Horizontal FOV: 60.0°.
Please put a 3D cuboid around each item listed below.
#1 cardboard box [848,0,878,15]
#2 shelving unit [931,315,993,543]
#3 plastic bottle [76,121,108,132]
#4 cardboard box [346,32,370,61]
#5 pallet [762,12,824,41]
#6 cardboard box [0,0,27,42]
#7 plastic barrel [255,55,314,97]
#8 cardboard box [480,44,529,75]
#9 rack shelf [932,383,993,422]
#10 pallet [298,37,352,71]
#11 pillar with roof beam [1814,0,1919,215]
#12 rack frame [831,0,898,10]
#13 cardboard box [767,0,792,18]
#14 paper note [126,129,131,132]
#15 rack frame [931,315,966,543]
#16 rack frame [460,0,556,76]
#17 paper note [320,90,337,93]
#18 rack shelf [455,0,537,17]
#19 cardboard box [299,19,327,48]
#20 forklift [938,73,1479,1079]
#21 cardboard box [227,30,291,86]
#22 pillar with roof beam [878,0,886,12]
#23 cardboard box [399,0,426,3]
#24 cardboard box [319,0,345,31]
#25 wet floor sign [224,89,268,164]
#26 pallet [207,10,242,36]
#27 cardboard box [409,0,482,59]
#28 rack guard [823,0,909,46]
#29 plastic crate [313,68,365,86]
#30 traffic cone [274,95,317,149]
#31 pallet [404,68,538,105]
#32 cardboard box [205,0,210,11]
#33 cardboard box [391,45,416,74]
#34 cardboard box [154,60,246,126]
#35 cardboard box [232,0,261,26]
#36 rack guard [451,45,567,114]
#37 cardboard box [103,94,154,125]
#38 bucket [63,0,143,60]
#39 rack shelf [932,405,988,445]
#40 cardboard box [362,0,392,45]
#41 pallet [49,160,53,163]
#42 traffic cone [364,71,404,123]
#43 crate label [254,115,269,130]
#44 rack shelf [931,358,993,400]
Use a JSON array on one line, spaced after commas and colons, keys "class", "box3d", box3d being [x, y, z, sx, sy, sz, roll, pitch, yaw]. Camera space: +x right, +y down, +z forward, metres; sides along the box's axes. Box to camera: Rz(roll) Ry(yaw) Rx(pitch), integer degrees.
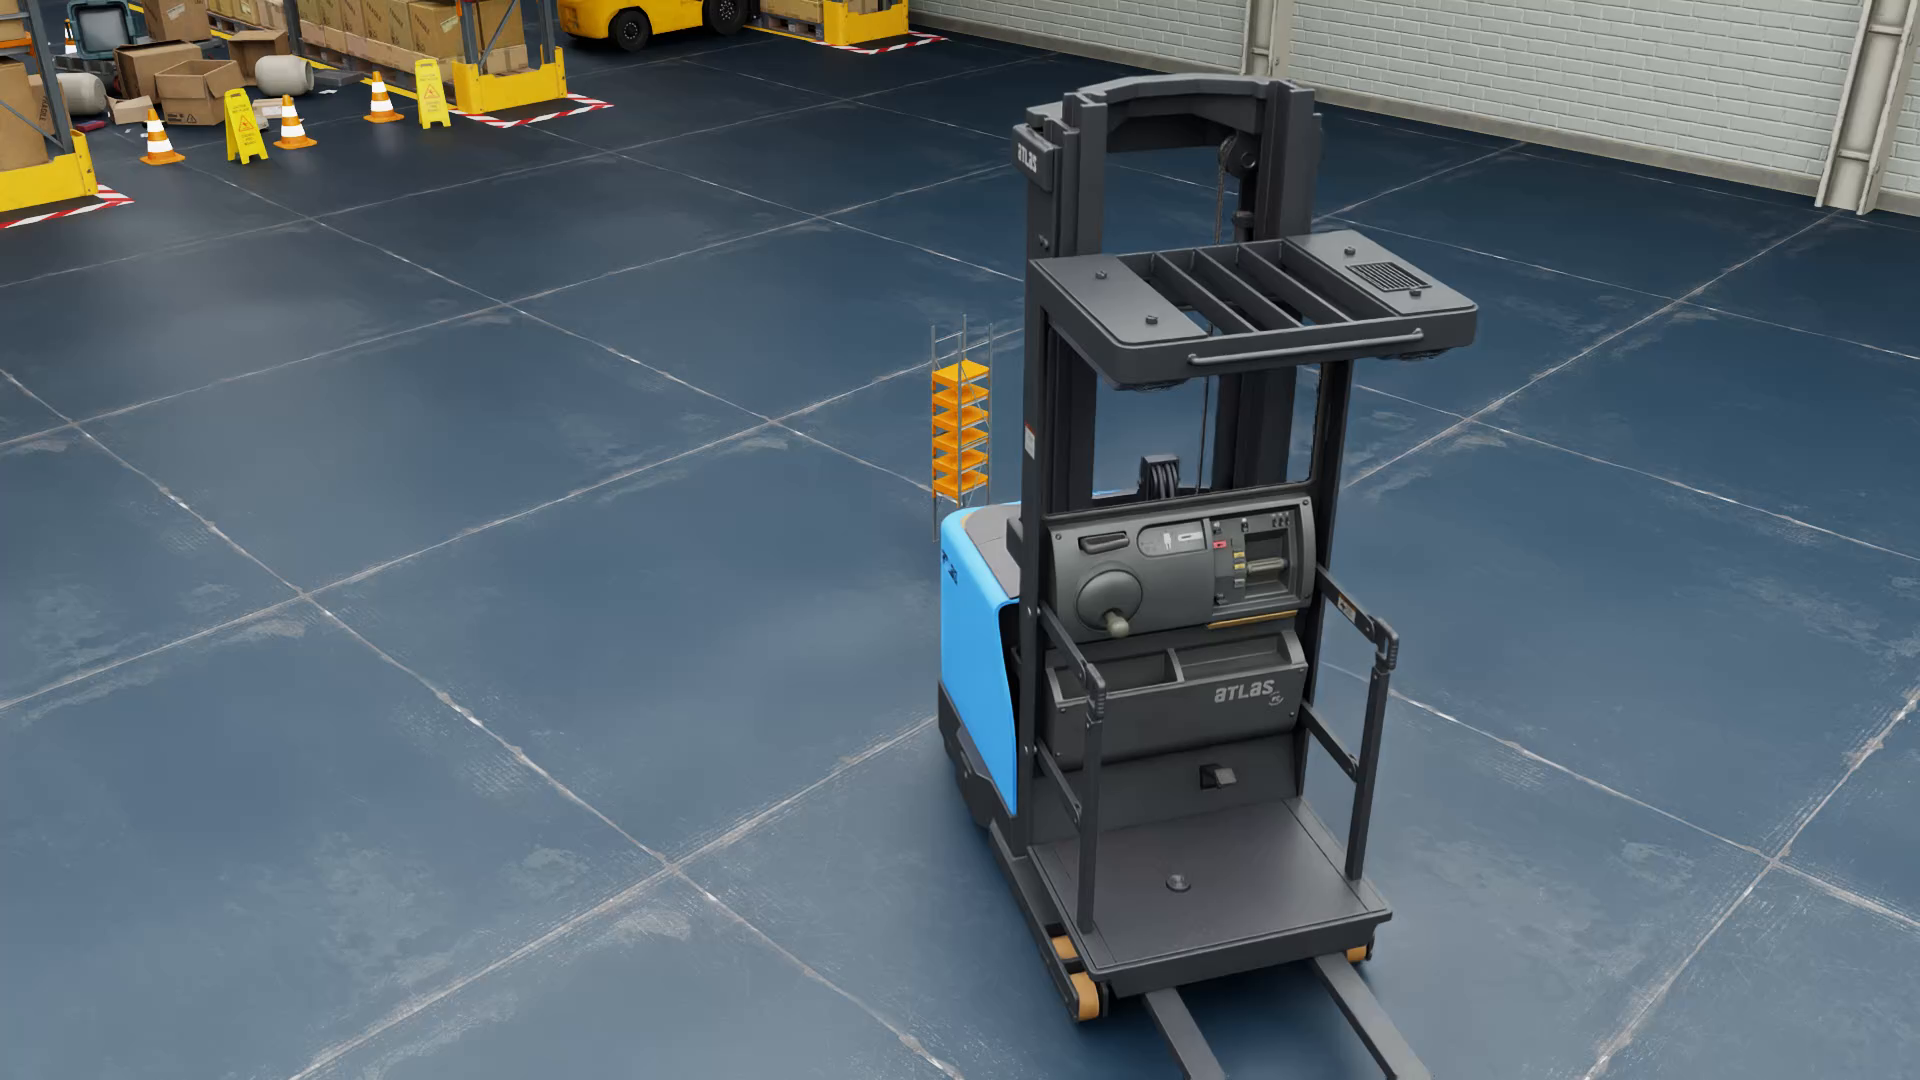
[{"class": "cardboard box", "box3d": [-1.380, -6.746, 20.859, 0.500, 0.250, 0.500, 25, 37, 39]}, {"class": "shelving unit", "box3d": [0.010, -0.526, 8.462, 0.189, 1.200, 0.258, 25, 36, 38]}, {"class": "plastic bottle", "box3d": [-8.614, -4.117, 16.514, 0.133, 0.061, 0.283, 12, 30, 22]}, {"class": "cardboard box", "box3d": [-6.497, -5.553, 18.590, 0.500, 0.250, 0.500, 24, 36, 38]}, {"class": "pallet", "box3d": [-1.742, -6.553, 20.986, 1.213, 0.211, 1.003, 25, 36, 38]}, {"class": "cardboard box", "box3d": [-8.339, -4.400, 13.734, 0.550, 0.550, 0.875, 25, 36, 38]}, {"class": "plastic barrel", "box3d": [-7.179, -4.935, 17.680, 0.512, 0.421, 0.421, -3, 28, -5]}, {"class": "cardboard box", "box3d": [-5.026, -5.227, 17.971, 0.500, 0.250, 0.500, 24, 36, 38]}, {"class": "rack shelf", "box3d": [0.010, -0.699, 8.371, 0.180, 0.103, 0.258, 25, 36, 38]}, {"class": "pallet", "box3d": [-6.993, -5.767, 19.491, 1.213, 0.211, 1.003, 25, 36, 38]}, {"class": "pillar with roof beam", "box3d": [4.507, -5.389, 9.330, 0.400, 9.000, 9.100, 25, 36, 38]}, {"class": "rack frame", "box3d": [-1.167, -7.552, 19.889, 0.127, 3.000, 1.000, 25, 36, 38]}, {"class": "cardboard box", "box3d": [-2.072, -6.735, 20.838, 0.500, 0.250, 0.500, 25, 36, 38]}, {"class": "paper note", "box3d": [-8.220, -4.043, 16.428, 0.032, 0.001, 0.123, -7, 29, -14]}, {"class": "rack frame", "box3d": [-0.055, -0.556, 8.519, 0.006, 1.200, 0.240, 25, 36, 38]}, {"class": "rack frame", "box3d": [-4.645, -5.903, 16.754, 0.127, 3.000, 1.000, 25, 36, 38]}, {"class": "paper note", "box3d": [-6.802, -4.836, 17.914, 0.148, 0.019, 0.142, 12, 30, 22]}, {"class": "rack shelf", "box3d": [-6.071, -6.237, 18.162, 4.000, 0.370, 1.077, 25, 36, 38]}, {"class": "cardboard box", "box3d": [-7.265, -5.895, 19.242, 0.500, 0.250, 0.500, 23, 35, 36]}, {"class": "forklift", "box3d": [0.812, 0.130, 5.354, 1.130, 2.935, 3.031, -8, 29, -14]}, {"class": "cardboard box", "box3d": [-7.687, -5.302, 18.293, 0.500, 0.500, 0.500, -3, 28, -5]}, {"class": "pillar with roof beam", "box3d": [-4.050, -9.305, 16.777, 0.400, 9.000, 9.100, 25, 36, 38]}, {"class": "cardboard box", "box3d": [-5.708, -5.764, 17.489, 0.380, 0.149, 0.250, -24, 36, -38]}, {"class": "cardboard box", "box3d": [-6.875, -6.056, 18.742, 0.500, 0.500, 0.500, -24, 36, -37]}, {"class": "wet floor sign", "box3d": [-6.634, -3.833, 15.347, 0.232, 0.644, 0.267, 18, 33, 30]}, {"class": "pallet", "box3d": [-8.927, -6.626, 21.124, 1.213, 0.211, 1.003, 25, 36, 38]}, {"class": "cardboard box", "box3d": [-5.399, -5.379, 17.454, 0.500, 0.500, 0.500, 25, 37, 39]}, {"class": "rack guard", "box3d": [-1.150, -6.438, 20.456, 0.348, 0.500, 1.175, 25, 36, 38]}, {"class": "plastic crate", "box3d": [-6.952, -5.132, 18.424, 0.583, 0.080, 0.402, 12, 30, 22]}, {"class": "traffic cone", "box3d": [-6.391, -4.013, 15.885, 0.334, 0.463, 0.336, 25, 36, 38]}, {"class": "pallet", "box3d": [-5.253, -4.971, 17.976, 1.213, 0.211, 1.003, 25, 36, 38]}, {"class": "cardboard box", "box3d": [-9.421, -7.111, 21.422, 0.625, 0.372, 0.950, 24, 36, 37]}, {"class": "cardboard box", "box3d": [-5.773, -5.218, 17.954, 0.500, 0.250, 0.500, 25, 37, 39]}, {"class": "cardboard box", "box3d": [-7.672, -4.531, 16.827, 0.637, 0.503, 0.797, 2, 28, 4]}, {"class": "cardboard box", "box3d": [-8.388, -6.635, 20.518, 0.950, 0.372, 0.625, -23, 35, -36]}, {"class": "rack guard", "box3d": [-4.699, -4.822, 17.383, 0.348, 0.500, 1.175, 25, 36, 38]}, {"class": "cardboard box", "box3d": [-8.378, -4.373, 16.781, 0.396, 0.266, 0.258, -18, 33, -31]}, {"class": "bucket", "box3d": [-9.182, -5.477, 17.828, 0.726, 0.611, 0.620, -13, 20, -22]}, {"class": "rack shelf", "box3d": [0.010, -0.593, 8.427, 0.180, 0.103, 0.258, 25, 36, 38]}, {"class": "cardboard box", "box3d": [-6.128, -5.715, 18.093, 0.500, 0.500, 0.500, 24, 36, 37]}, {"class": "pallet", "box3d": [-8.668, -3.228, 14.663, 1.213, 0.211, 1.003, 25, 36, 38]}, {"class": "traffic cone", "box3d": [-5.856, -4.493, 16.797, 0.334, 0.463, 0.336, 25, 36, 38]}, {"class": "crate label", "box3d": [-6.995, -4.105, 16.410, 0.298, 0.136, 0.250, 7, 29, 13]}, {"class": "rack shelf", "box3d": [0.010, -0.806, 8.315, 0.180, 0.103, 0.258, 25, 36, 38]}]
